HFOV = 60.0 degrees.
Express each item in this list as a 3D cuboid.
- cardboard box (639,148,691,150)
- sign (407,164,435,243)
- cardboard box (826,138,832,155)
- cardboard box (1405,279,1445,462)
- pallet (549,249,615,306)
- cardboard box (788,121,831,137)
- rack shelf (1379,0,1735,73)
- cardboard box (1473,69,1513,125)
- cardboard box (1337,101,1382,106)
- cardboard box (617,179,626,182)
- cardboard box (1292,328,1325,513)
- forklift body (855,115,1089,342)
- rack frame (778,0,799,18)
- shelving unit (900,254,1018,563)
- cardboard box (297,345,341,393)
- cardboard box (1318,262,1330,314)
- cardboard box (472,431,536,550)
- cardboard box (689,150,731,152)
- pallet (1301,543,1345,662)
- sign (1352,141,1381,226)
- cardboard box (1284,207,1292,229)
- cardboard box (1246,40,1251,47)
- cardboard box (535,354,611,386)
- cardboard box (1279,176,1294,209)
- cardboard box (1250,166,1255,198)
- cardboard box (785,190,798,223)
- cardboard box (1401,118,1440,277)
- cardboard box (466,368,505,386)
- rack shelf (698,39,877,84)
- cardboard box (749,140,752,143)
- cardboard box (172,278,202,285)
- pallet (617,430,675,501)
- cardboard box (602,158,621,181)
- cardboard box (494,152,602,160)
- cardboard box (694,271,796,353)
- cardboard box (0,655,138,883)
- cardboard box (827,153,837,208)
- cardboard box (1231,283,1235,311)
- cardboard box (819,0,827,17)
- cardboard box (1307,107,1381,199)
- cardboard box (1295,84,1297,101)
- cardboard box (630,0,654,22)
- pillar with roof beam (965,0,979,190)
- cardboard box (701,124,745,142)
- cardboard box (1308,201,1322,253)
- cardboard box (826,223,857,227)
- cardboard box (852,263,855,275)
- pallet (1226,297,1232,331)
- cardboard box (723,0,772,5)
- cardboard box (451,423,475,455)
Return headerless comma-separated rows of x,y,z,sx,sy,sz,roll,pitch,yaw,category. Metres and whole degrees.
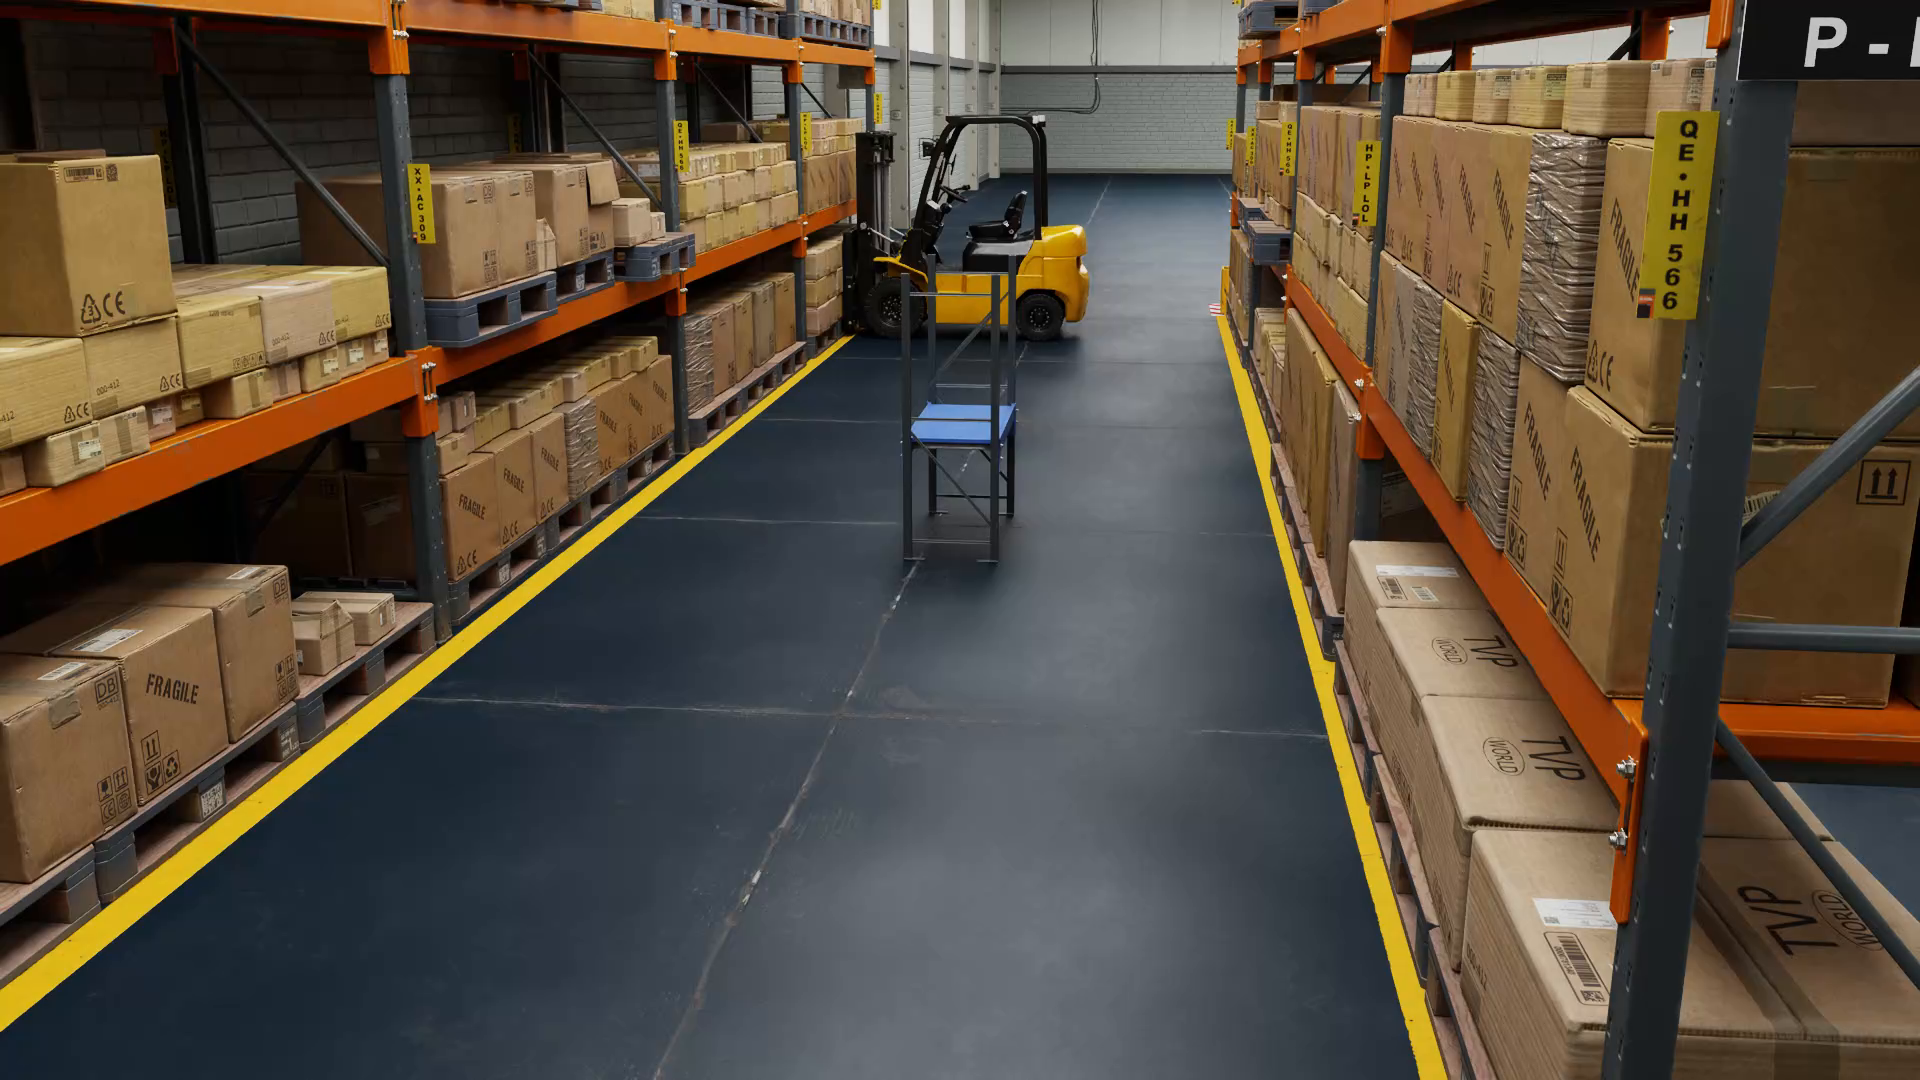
-2.346,-3.026,13.173,0.380,0.149,0.250,2,15,6,cardboard box
-2.259,-1.408,6.964,0.100,0.325,0.005,2,15,6,sign
-1.437,-3.781,15.963,0.380,0.149,0.250,2,15,6,cardboard box
1.697,-0.534,5.198,0.500,0.500,0.500,2,15,7,cardboard box
-2.563,-1.444,9.125,1.003,0.211,1.213,2,15,6,pallet
-1.489,-4.059,16.424,0.380,0.149,0.250,2,15,6,cardboard box
1.907,-1.441,4.376,1.077,0.370,4.000,2,15,6,rack shelf
1.649,-1.234,4.630,0.380,0.149,0.250,2,15,6,cardboard box
3.143,-3.336,12.944,0.380,0.149,0.250,1,15,5,cardboard box
-2.573,-2.335,11.381,0.500,0.250,0.500,2,15,8,cardboard box
2.319,-0.665,9.142,0.875,0.875,0.875,2,15,7,cardboard box
0.154,-3.161,16.732,2.313,2.155,1.214,2,15,6,forklift body
-1.897,-5.975,14.019,1.000,3.000,0.127,2,15,6,rack frame
0.010,-0.746,9.048,0.538,1.500,1.048,2,15,6,shelving unit
-2.597,-0.656,6.324,0.380,0.149,0.250,2,15,8,cardboard box
2.122,-1.307,8.535,0.500,0.250,0.500,2,15,6,cardboard box
-2.471,-0.257,8.351,0.500,0.500,0.500,1,15,6,cardboard box
-1.951,-2.882,12.640,0.380,0.149,0.250,2,15,6,cardboard box
2.145,0.285,7.704,1.003,0.211,1.213,2,15,6,pallet
1.593,-1.393,6.501,0.100,0.325,0.005,2,15,6,sign
2.346,-2.141,11.011,0.380,0.149,0.250,2,15,7,cardboard box
2.985,-4.886,16.220,0.380,0.149,0.250,2,15,7,cardboard box
-2.300,-1.009,9.890,0.380,0.149,0.250,2,15,8,cardboard box
2.360,-2.417,10.788,0.500,0.500,0.500,1,15,5,cardboard box
2.839,-3.248,14.666,0.500,0.500,0.500,1,15,5,cardboard box
-1.693,-2.868,14.310,0.500,0.250,0.500,2,15,8,cardboard box
1.776,-1.143,5.534,0.500,0.500,0.500,1,15,6,cardboard box
-2.809,-0.888,9.440,0.380,0.149,0.250,2,15,7,cardboard box
-1.671,-4.698,16.423,1.077,0.370,4.000,2,15,6,rack shelf
-2.122,-3.597,15.285,0.380,0.149,0.250,1,15,5,cardboard box
-3.173,-0.824,6.182,0.500,0.250,0.500,2,15,6,cardboard box
-2.470,-0.503,10.617,1.003,0.211,1.213,2,15,6,pallet
-2.512,-2.493,11.202,0.380,0.149,0.250,2,15,8,cardboard box
-2.561,-2.164,10.421,0.500,0.500,0.500,2,15,9,cardboard box
-1.944,-2.000,14.556,0.875,0.625,0.625,2,15,9,cardboard box
-2.952,0.661,4.956,0.700,0.500,0.500,2,15,9,cardboard box
-1.489,-3.502,16.173,0.500,0.500,0.500,2,15,6,cardboard box
3.056,-2.513,17.173,0.500,0.250,0.500,2,15,8,cardboard box
-1.457,-4.963,15.510,0.380,0.149,0.250,2,15,8,cardboard box
2.240,-2.178,9.362,0.500,0.500,0.500,2,15,6,cardboard box
3.380,-3.848,14.969,0.700,0.500,0.500,2,15,7,cardboard box
-2.165,-3.277,10.075,0.500,0.250,0.500,1,15,4,cardboard box
4.566,-12.956,39.837,9.100,9.000,0.400,2,15,6,pillar with roof beam
-2.161,-3.676,15.005,0.380,0.149,0.250,2,15,6,cardboard box
2.154,-1.678,8.951,0.500,0.250,0.500,2,15,6,cardboard box
-1.187,-3.346,18.337,0.500,0.250,0.500,2,15,8,cardboard box
-1.354,-2.704,16.920,0.500,0.250,0.500,2,15,6,cardboard box
3.352,-2.396,17.617,1.003,0.211,1.213,2,15,6,pallet
-1.719,-4.362,13.288,0.380,0.149,0.250,2,15,6,cardboard box
-2.540,-0.473,7.905,0.380,0.149,0.250,1,15,5,cardboard box
